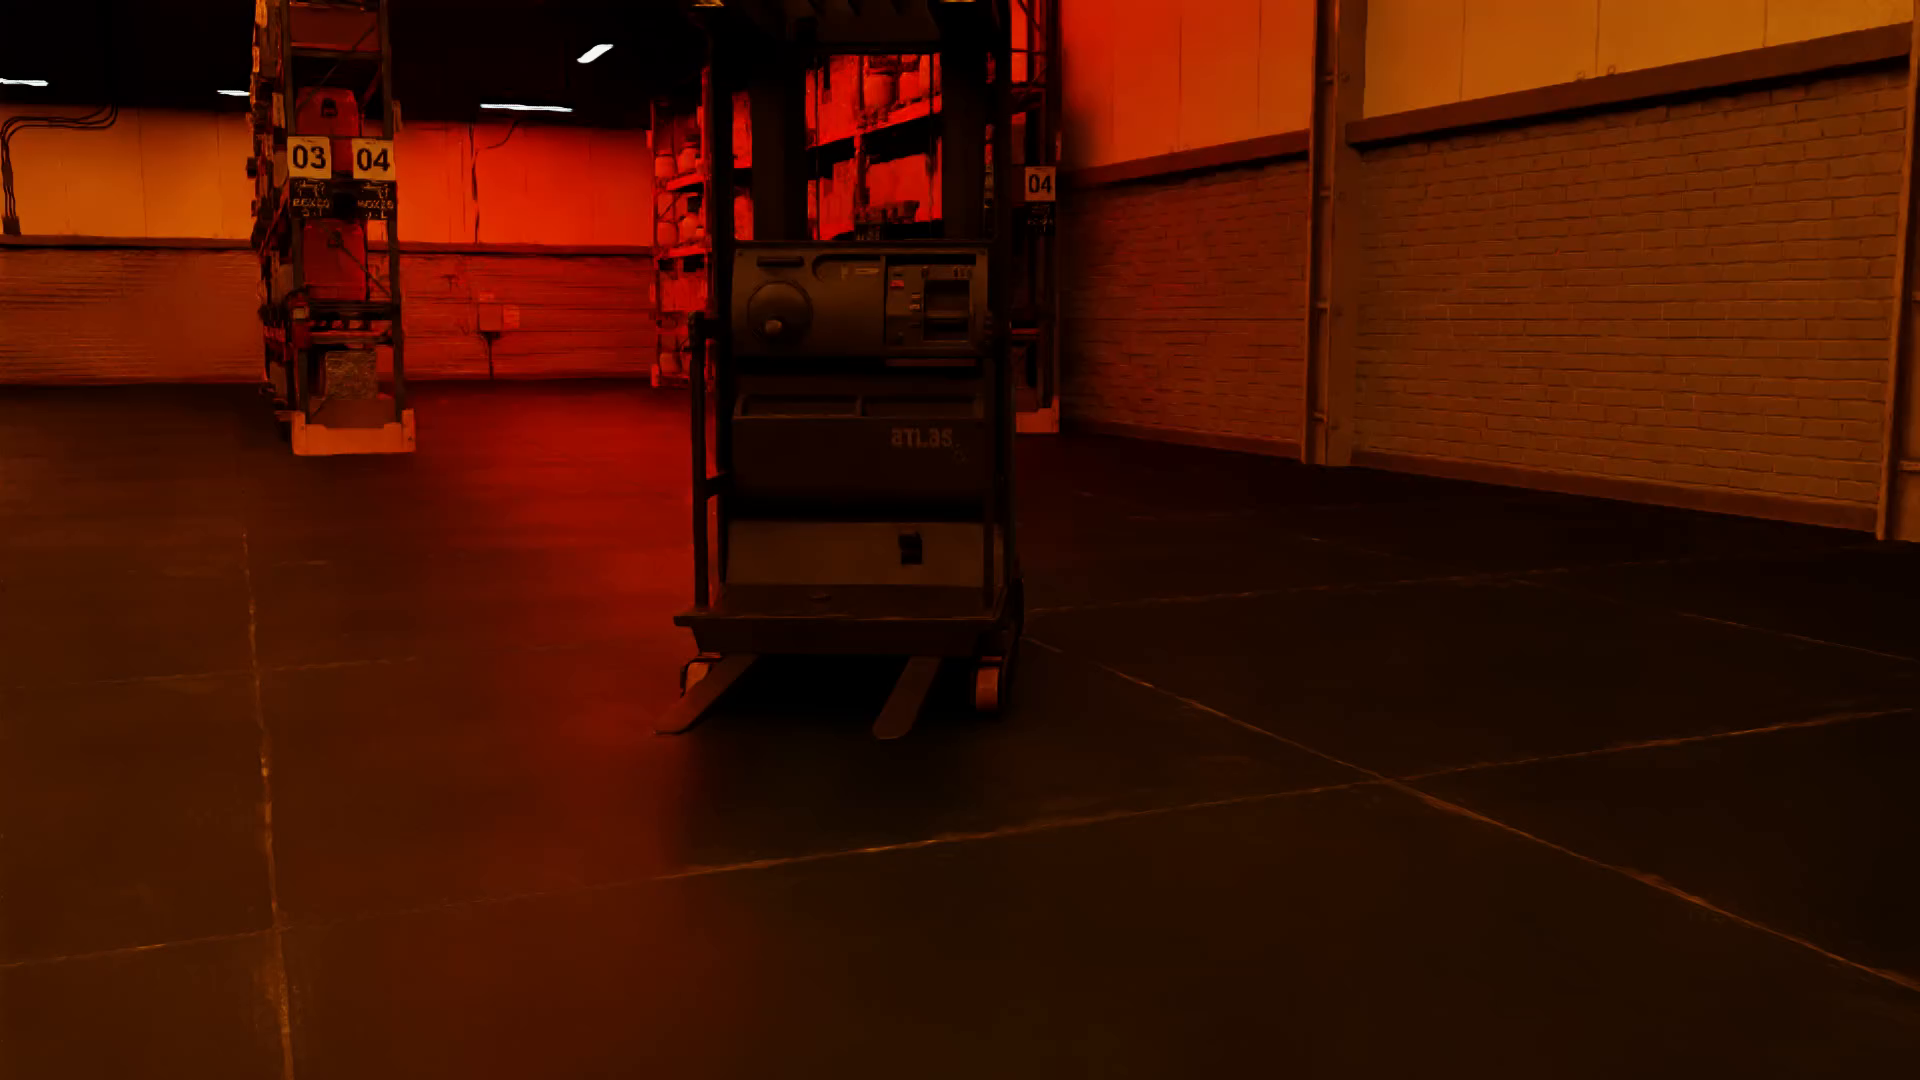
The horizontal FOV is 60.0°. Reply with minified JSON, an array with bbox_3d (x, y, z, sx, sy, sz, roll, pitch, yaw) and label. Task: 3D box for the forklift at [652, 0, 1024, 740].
[{"bbox_3d":[-0.376,-0.905,5.805,1.130,2.935,3.031,1,8,4],"label":"forklift"}]
